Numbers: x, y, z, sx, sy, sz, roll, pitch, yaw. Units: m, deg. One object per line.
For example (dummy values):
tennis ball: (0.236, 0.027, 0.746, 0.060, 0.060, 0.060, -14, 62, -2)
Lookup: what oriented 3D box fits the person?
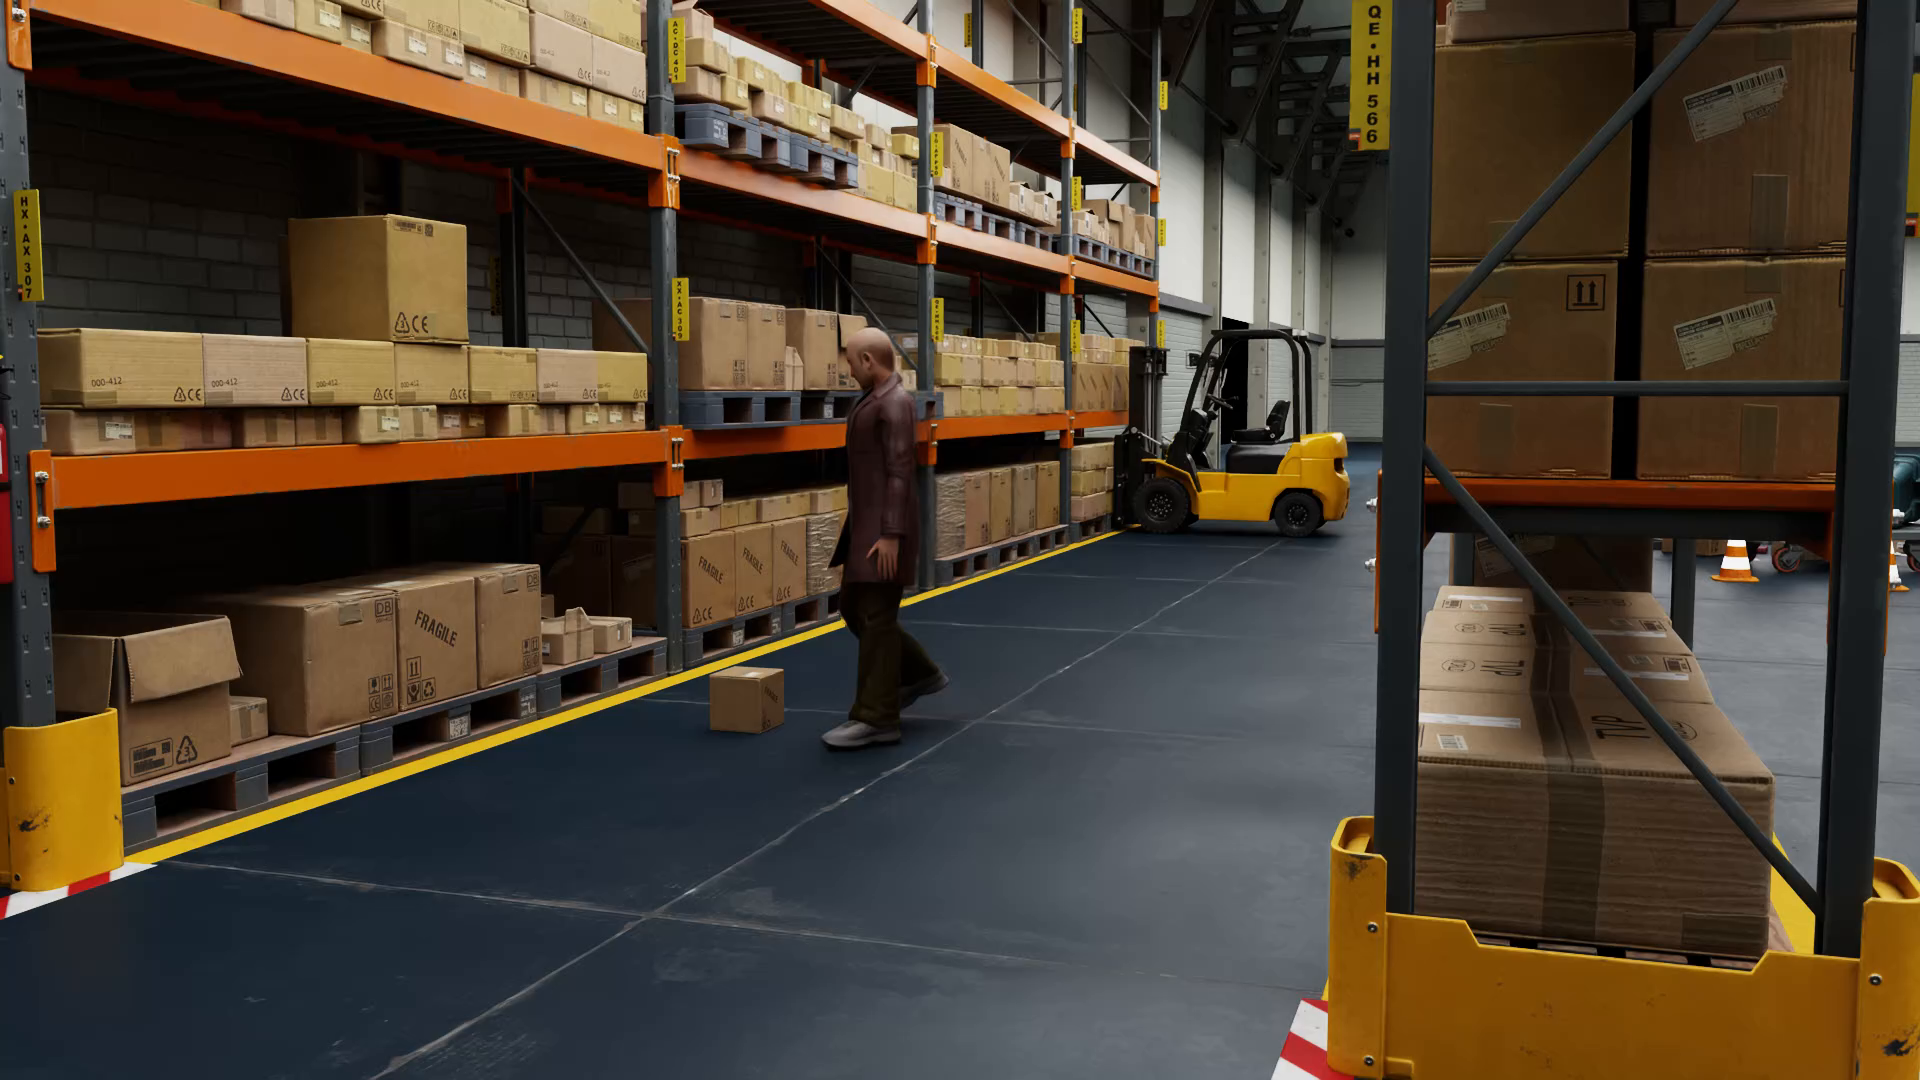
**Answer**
person: (-0.321, -0.030, 7.221, 0.658, 1.771, 0.682, -1, 5, -14)
